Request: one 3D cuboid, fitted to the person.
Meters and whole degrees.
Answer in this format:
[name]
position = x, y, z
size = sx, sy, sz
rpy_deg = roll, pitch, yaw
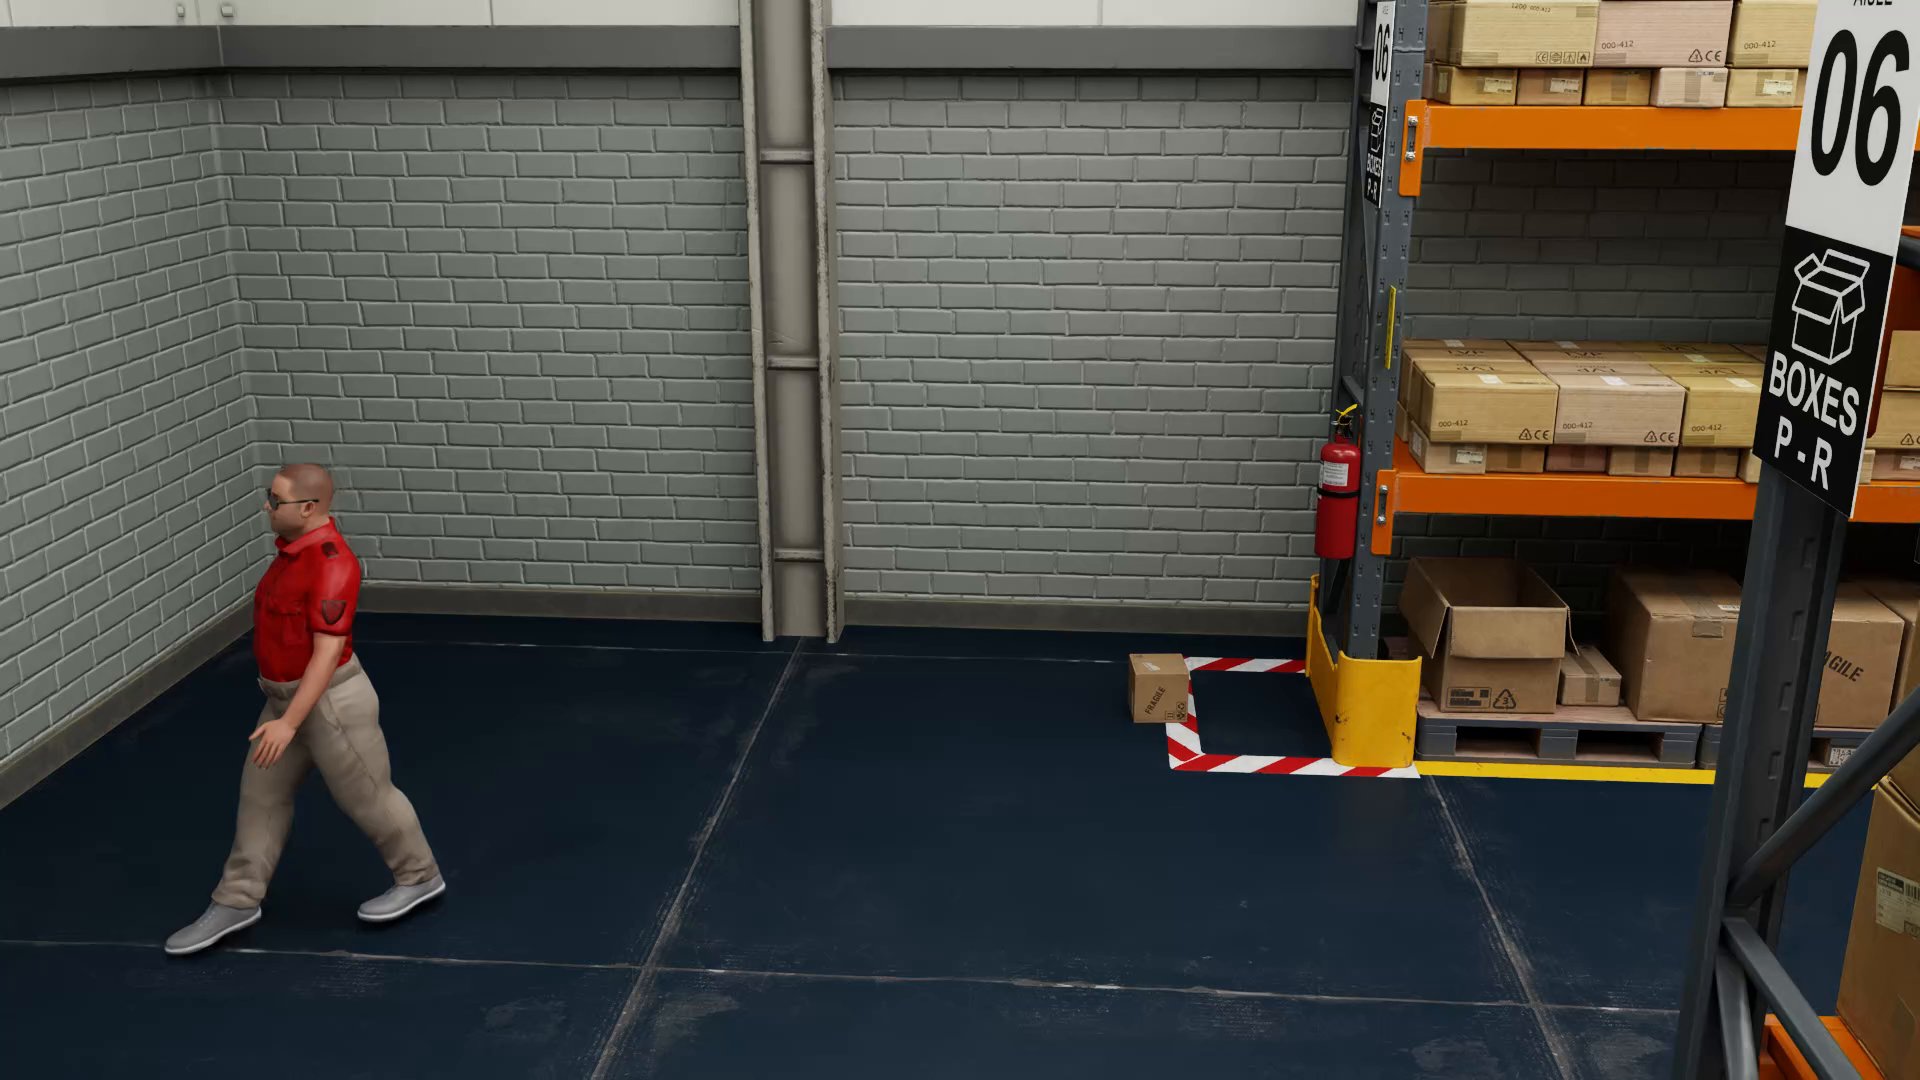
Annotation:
[person]
position = -2.298, 0.584, 5.680
size = 0.923, 1.691, 0.546
rpy_deg = -14, 22, -37
